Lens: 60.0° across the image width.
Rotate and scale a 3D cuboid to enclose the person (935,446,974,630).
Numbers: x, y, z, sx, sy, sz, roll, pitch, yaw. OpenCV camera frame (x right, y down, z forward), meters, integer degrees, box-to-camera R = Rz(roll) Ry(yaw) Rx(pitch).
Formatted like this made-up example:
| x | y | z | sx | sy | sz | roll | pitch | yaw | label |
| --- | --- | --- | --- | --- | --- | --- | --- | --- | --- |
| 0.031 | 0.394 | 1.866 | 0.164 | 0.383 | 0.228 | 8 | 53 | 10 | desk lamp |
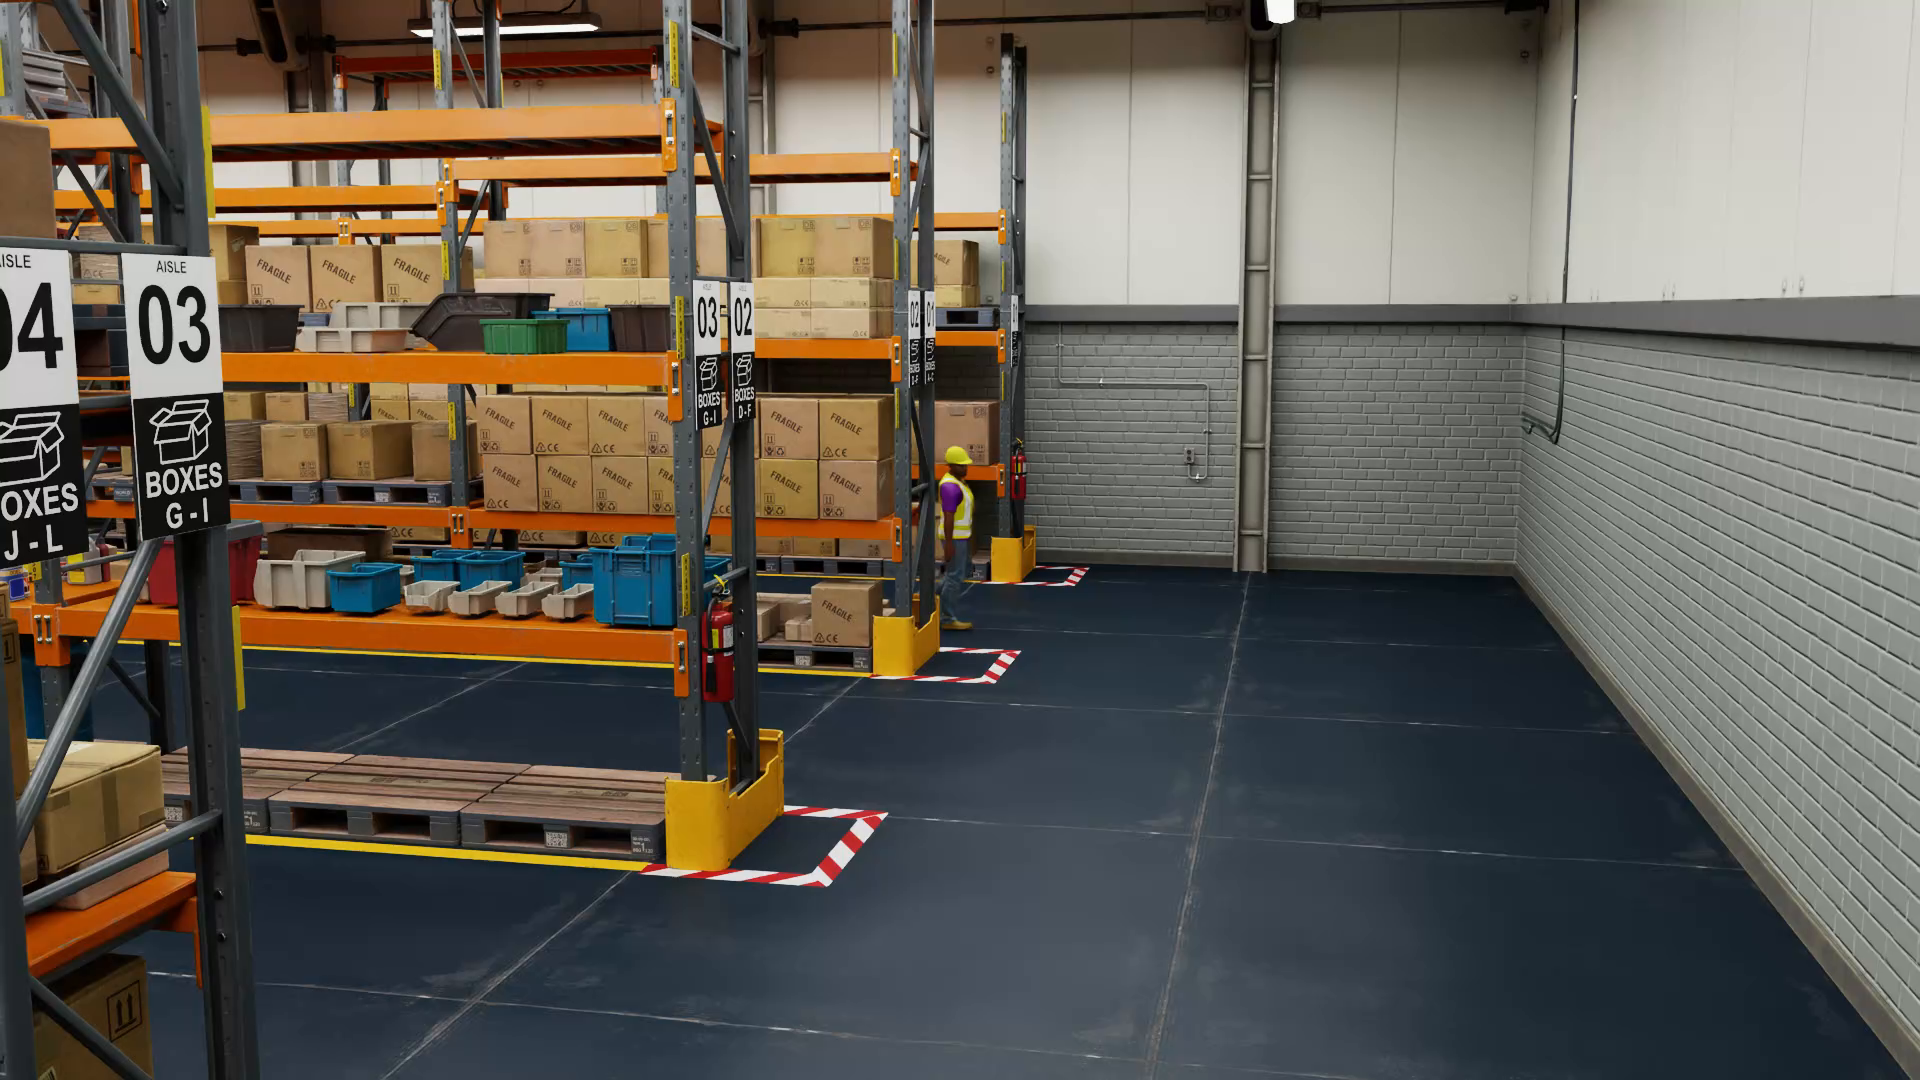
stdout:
| x | y | z | sx | sy | sz | roll | pitch | yaw | label |
| --- | --- | --- | --- | --- | --- | --- | --- | --- | --- |
| -0.123 | -0.026 | 15.870 | 0.515 | 1.767 | 0.746 | 0 | 8 | 3 | person |
